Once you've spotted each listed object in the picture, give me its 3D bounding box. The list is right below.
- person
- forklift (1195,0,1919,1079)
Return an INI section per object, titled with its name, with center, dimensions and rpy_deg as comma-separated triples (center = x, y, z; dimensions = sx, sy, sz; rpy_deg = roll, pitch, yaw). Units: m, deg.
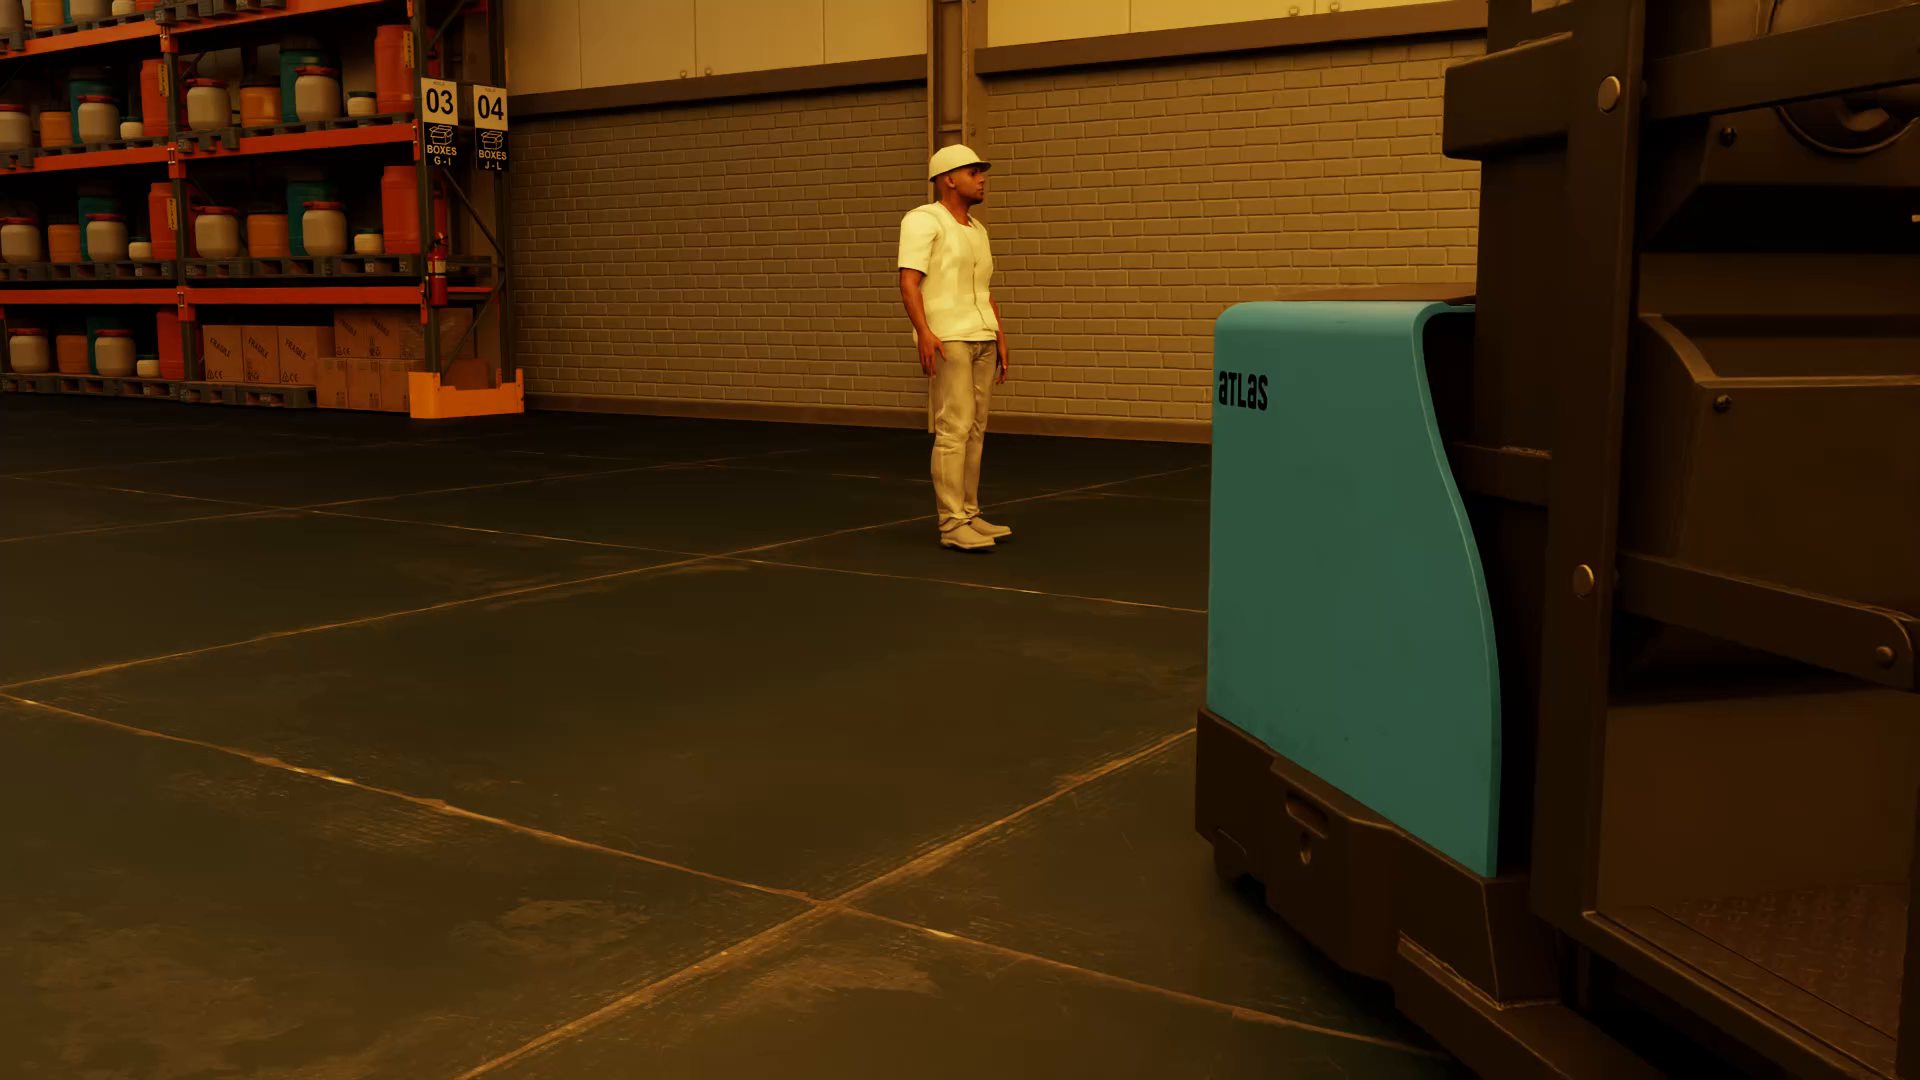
[person]
center = 0.054, -0.876, 7.435
dimensions = 0.577, 1.765, 0.665
rpy_deg = 5, 10, 34
[forklift]
center = 1.305, -0.647, 1.739
dimensions = 1.130, 2.935, 3.031
rpy_deg = -2, 8, -14
